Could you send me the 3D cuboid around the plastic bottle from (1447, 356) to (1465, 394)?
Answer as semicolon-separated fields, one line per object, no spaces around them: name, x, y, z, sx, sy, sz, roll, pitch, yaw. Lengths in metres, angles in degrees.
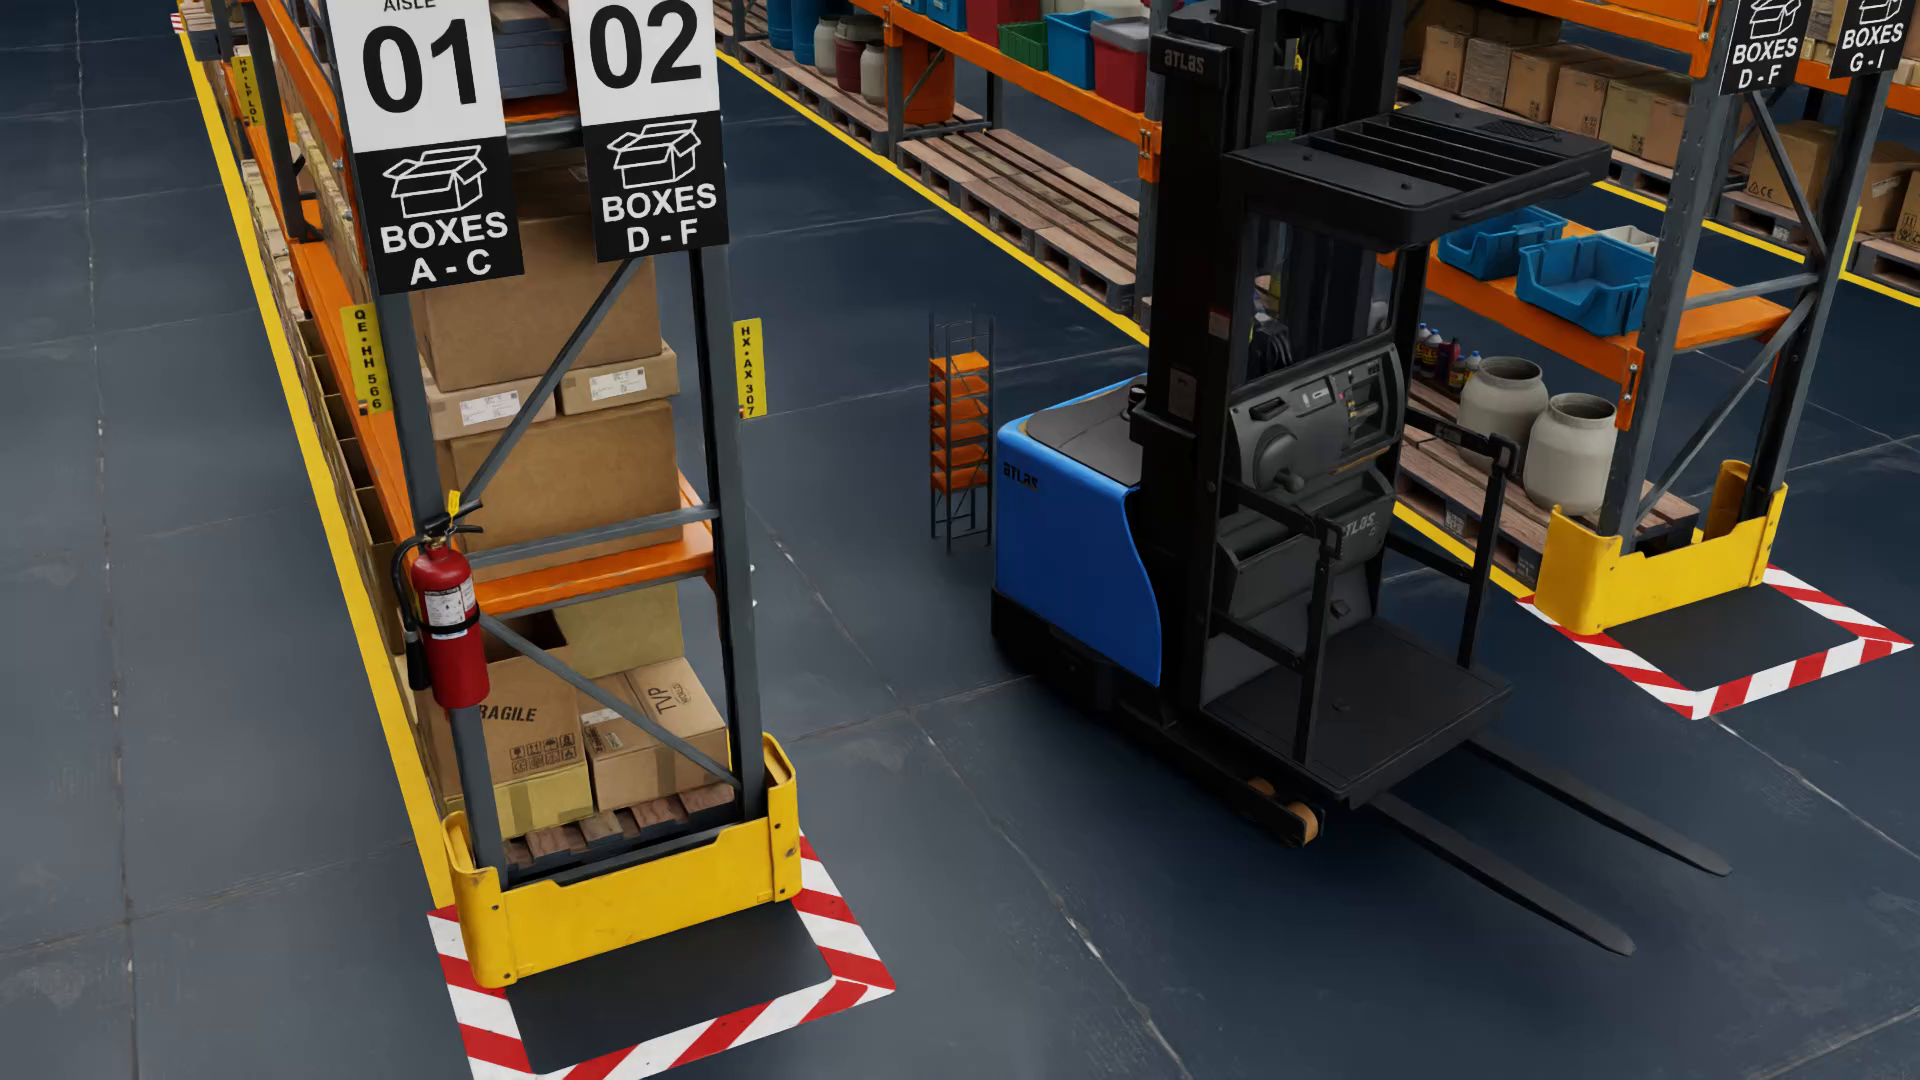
plastic bottle;2.774;-0.925;9.245;0.097;0.201;0.097;0;29;0

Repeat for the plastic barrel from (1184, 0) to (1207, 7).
plastic barrel;1.706;-3.262;10.488;0.600;0.901;0.708;-13;32;-22

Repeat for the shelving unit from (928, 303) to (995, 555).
shelving unit;0.006;-0.517;7.945;0.258;1.200;0.189;-13;32;-22

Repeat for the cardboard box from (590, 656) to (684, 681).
cardboard box;-1.407;0.509;6.658;0.500;0.250;0.500;-13;32;-22

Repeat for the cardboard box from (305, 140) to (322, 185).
cardboard box;-2.716;-1.713;7.473;0.380;0.149;0.250;-14;32;-23

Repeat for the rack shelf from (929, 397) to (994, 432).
rack shelf;0.006;-0.583;7.908;0.258;0.103;0.180;-13;32;-22

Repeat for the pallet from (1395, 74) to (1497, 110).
pallet;4.688;-4.054;15.264;1.003;0.211;1.213;-13;32;-22

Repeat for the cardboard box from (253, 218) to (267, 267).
cardboard box;-4.418;-2.006;11.143;0.500;0.250;0.500;-14;32;-23

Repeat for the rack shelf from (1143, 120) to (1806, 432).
rack shelf;2.457;-1.612;8.793;1.077;0.370;4.000;-13;32;-22

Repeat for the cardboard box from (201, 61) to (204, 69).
cardboard box;-7.028;-4.598;15.848;0.380;0.149;0.250;-13;32;-22

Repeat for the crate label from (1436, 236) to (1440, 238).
crate label;2.281;-1.814;8.381;0.502;0.435;0.616;-13;32;-22

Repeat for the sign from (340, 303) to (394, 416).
sign;-1.656;-0.504;4.656;0.100;0.325;0.005;-13;32;-22

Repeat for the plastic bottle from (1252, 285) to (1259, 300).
plastic bottle;1.700;-1.432;9.995;0.144;0.351;0.185;-13;32;-22

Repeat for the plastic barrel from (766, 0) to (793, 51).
plastic barrel;-1.618;-5.367;16.470;0.600;0.901;0.708;-13;32;-22

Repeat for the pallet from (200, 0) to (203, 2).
pallet;-5.433;-4.312;13.069;1.003;0.211;1.213;-13;32;-22

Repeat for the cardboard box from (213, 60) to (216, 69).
cardboard box;-5.895;-4.027;13.703;0.500;0.250;0.500;-13;32;-22

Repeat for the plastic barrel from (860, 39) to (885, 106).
plastic barrel;-0.668;-4.117;14.640;0.421;0.512;0.421;0;29;0

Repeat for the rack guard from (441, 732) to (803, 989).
rack guard;-1.150;1.097;5.782;1.175;0.500;0.348;-13;32;-22

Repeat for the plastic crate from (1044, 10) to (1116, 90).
plastic crate;0.844;-3.224;10.949;0.392;0.384;0.575;-13;32;-22

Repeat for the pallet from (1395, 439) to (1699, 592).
pallet;2.896;-0.209;8.408;1.003;0.211;1.213;-13;32;-22

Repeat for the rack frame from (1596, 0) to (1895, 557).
rack frame;3.315;-1.042;7.041;1.000;3.000;0.127;-13;32;-22

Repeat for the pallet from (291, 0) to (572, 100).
pallet;-1.440;-1.591;5.044;1.003;0.211;1.213;-13;32;-22

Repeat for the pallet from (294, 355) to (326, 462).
pallet;-3.229;-0.872;9.588;1.003;0.211;1.213;-13;32;-22

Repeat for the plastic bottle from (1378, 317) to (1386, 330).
plastic bottle;2.498;-1.210;9.752;0.097;0.201;0.097;0;29;0

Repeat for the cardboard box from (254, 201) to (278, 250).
cardboard box;-4.185;-2.017;10.588;0.500;0.311;0.500;-14;32;-23

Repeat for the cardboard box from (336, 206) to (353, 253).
cardboard box;-2.268;-1.254;6.654;0.380;0.149;0.250;-13;32;-22

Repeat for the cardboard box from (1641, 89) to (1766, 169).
cardboard box;5.827;-3.226;13.043;0.700;0.500;0.500;-16;33;-26

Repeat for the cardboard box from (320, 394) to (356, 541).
cardboard box;-2.531;-0.369;7.457;0.500;0.500;0.500;-13;32;-22

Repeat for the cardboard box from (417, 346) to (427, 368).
cardboard box;-1.610;-0.574;5.442;0.380;0.149;0.250;-12;32;-21

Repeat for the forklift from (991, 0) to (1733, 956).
forklift;1.460;-0.411;5.987;1.130;2.935;3.031;-22;36;-34

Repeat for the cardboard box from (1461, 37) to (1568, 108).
cardboard box;4.910;-4.183;14.749;0.700;0.500;0.500;-16;33;-26

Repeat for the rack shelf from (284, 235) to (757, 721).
rack shelf;-2.019;-0.573;6.941;1.077;0.370;4.000;-13;32;-22

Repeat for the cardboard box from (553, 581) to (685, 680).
cardboard box;-1.406;0.181;6.475;0.500;0.500;0.500;-13;32;-22

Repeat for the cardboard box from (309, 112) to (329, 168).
cardboard box;-2.463;-1.962;7.254;0.700;0.500;0.500;-13;32;-22

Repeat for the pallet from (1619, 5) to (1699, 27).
pallet;5.875;-4.133;12.751;1.003;0.211;1.213;-13;32;-22

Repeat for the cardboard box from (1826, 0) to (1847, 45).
cardboard box;6.392;-3.582;11.165;0.875;0.500;0.500;-13;32;-22

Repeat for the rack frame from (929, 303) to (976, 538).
rack frame;-0.033;-0.557;8.017;0.240;1.200;0.006;-13;32;-22

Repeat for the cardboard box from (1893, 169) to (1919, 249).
cardboard box;6.797;-2.248;11.318;0.500;0.500;0.500;-16;33;-26

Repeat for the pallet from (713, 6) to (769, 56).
pallet;-2.187;-5.443;17.741;1.003;0.211;1.213;-13;32;-22

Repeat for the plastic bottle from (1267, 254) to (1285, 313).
plastic bottle;2.005;-1.591;10.279;0.144;0.351;0.185;-13;32;-22

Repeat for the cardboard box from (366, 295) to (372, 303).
cardboard box;-2.016;-0.939;6.756;0.700;0.500;0.500;-12;31;-21

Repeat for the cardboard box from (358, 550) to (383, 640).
cardboard box;-2.312;0.178;7.248;0.500;0.250;0.500;-13;32;-22

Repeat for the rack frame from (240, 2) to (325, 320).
rack frame;-2.877;-1.771;8.341;1.000;3.000;0.127;-13;32;-22

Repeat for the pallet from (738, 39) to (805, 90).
pallet;-1.543;-4.777;16.553;1.003;0.211;1.213;-13;32;-22

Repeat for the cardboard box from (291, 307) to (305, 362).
cardboard box;-3.310;-1.118;8.985;0.500;0.311;0.500;-13;32;-22

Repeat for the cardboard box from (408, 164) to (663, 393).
cardboard box;-1.372;-0.845;5.262;0.700;0.500;0.500;-13;32;-22

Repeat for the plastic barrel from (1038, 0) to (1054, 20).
plastic barrel;0.696;-4.029;12.254;0.421;0.512;0.421;0;29;0

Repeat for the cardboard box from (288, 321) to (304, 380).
cardboard box;-3.533;-1.101;9.528;0.500;0.250;0.500;-14;32;-23

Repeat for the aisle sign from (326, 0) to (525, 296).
aisle sign;-1.397;-1.047;4.392;0.394;0.787;0.004;-13;32;-22

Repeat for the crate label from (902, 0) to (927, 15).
crate label;-0.277;-4.238;12.912;0.303;0.233;0.416;-13;32;-22

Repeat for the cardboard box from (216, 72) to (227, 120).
cardboard box;-5.877;-3.686;13.862;0.500;0.500;0.500;-13;32;-21

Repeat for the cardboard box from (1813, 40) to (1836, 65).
cardboard box;6.120;-3.363;11.438;0.380;0.149;0.250;-13;32;-22

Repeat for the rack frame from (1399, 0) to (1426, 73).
rack frame;4.354;-5.616;15.198;1.000;3.000;0.127;-13;32;-22

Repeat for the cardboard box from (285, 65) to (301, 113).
cardboard box;-3.633;-2.611;9.737;0.500;0.500;0.500;-13;32;-22
